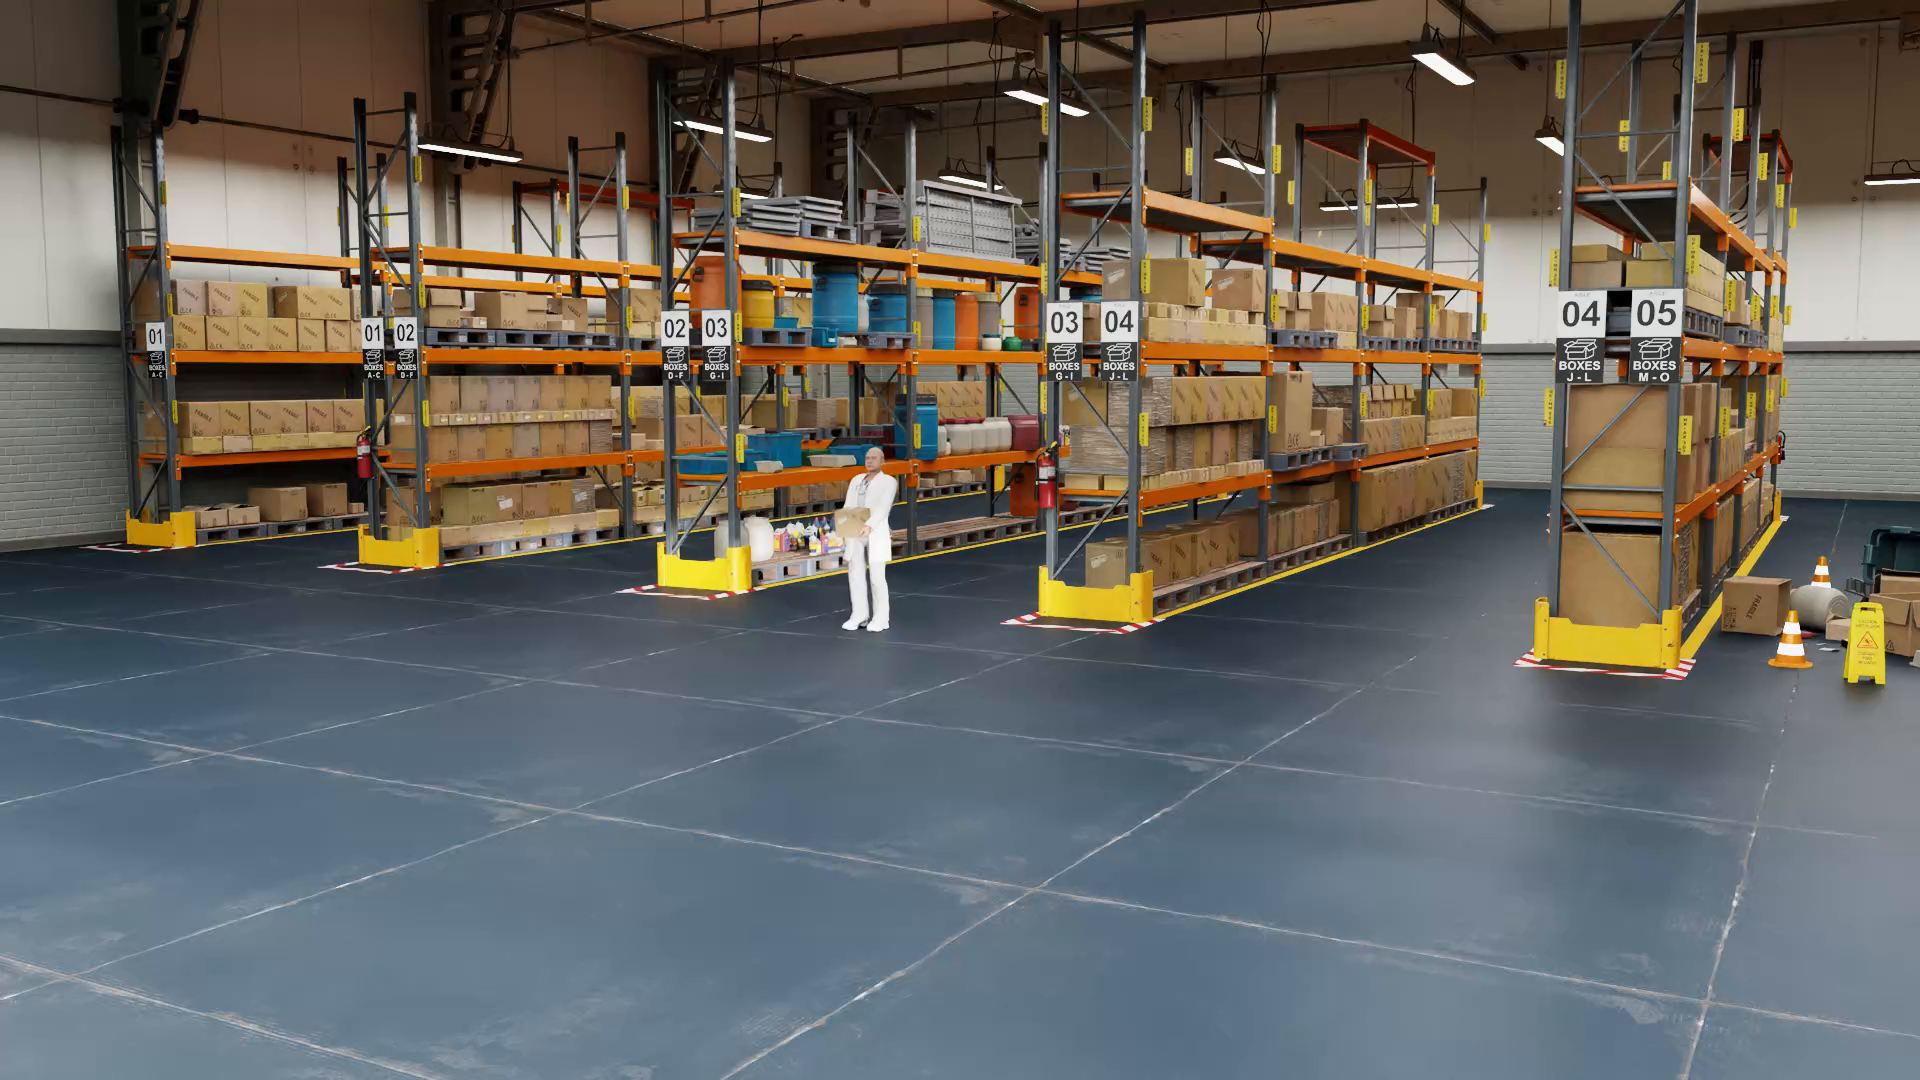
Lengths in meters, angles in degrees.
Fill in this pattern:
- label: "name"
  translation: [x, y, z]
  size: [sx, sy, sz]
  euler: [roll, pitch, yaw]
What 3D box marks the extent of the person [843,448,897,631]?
- label: "person"
  translation: [-0.927, -0.003, 16.123]
  size: [0.531, 1.769, 0.555]
  euler: [3, 7, 29]
